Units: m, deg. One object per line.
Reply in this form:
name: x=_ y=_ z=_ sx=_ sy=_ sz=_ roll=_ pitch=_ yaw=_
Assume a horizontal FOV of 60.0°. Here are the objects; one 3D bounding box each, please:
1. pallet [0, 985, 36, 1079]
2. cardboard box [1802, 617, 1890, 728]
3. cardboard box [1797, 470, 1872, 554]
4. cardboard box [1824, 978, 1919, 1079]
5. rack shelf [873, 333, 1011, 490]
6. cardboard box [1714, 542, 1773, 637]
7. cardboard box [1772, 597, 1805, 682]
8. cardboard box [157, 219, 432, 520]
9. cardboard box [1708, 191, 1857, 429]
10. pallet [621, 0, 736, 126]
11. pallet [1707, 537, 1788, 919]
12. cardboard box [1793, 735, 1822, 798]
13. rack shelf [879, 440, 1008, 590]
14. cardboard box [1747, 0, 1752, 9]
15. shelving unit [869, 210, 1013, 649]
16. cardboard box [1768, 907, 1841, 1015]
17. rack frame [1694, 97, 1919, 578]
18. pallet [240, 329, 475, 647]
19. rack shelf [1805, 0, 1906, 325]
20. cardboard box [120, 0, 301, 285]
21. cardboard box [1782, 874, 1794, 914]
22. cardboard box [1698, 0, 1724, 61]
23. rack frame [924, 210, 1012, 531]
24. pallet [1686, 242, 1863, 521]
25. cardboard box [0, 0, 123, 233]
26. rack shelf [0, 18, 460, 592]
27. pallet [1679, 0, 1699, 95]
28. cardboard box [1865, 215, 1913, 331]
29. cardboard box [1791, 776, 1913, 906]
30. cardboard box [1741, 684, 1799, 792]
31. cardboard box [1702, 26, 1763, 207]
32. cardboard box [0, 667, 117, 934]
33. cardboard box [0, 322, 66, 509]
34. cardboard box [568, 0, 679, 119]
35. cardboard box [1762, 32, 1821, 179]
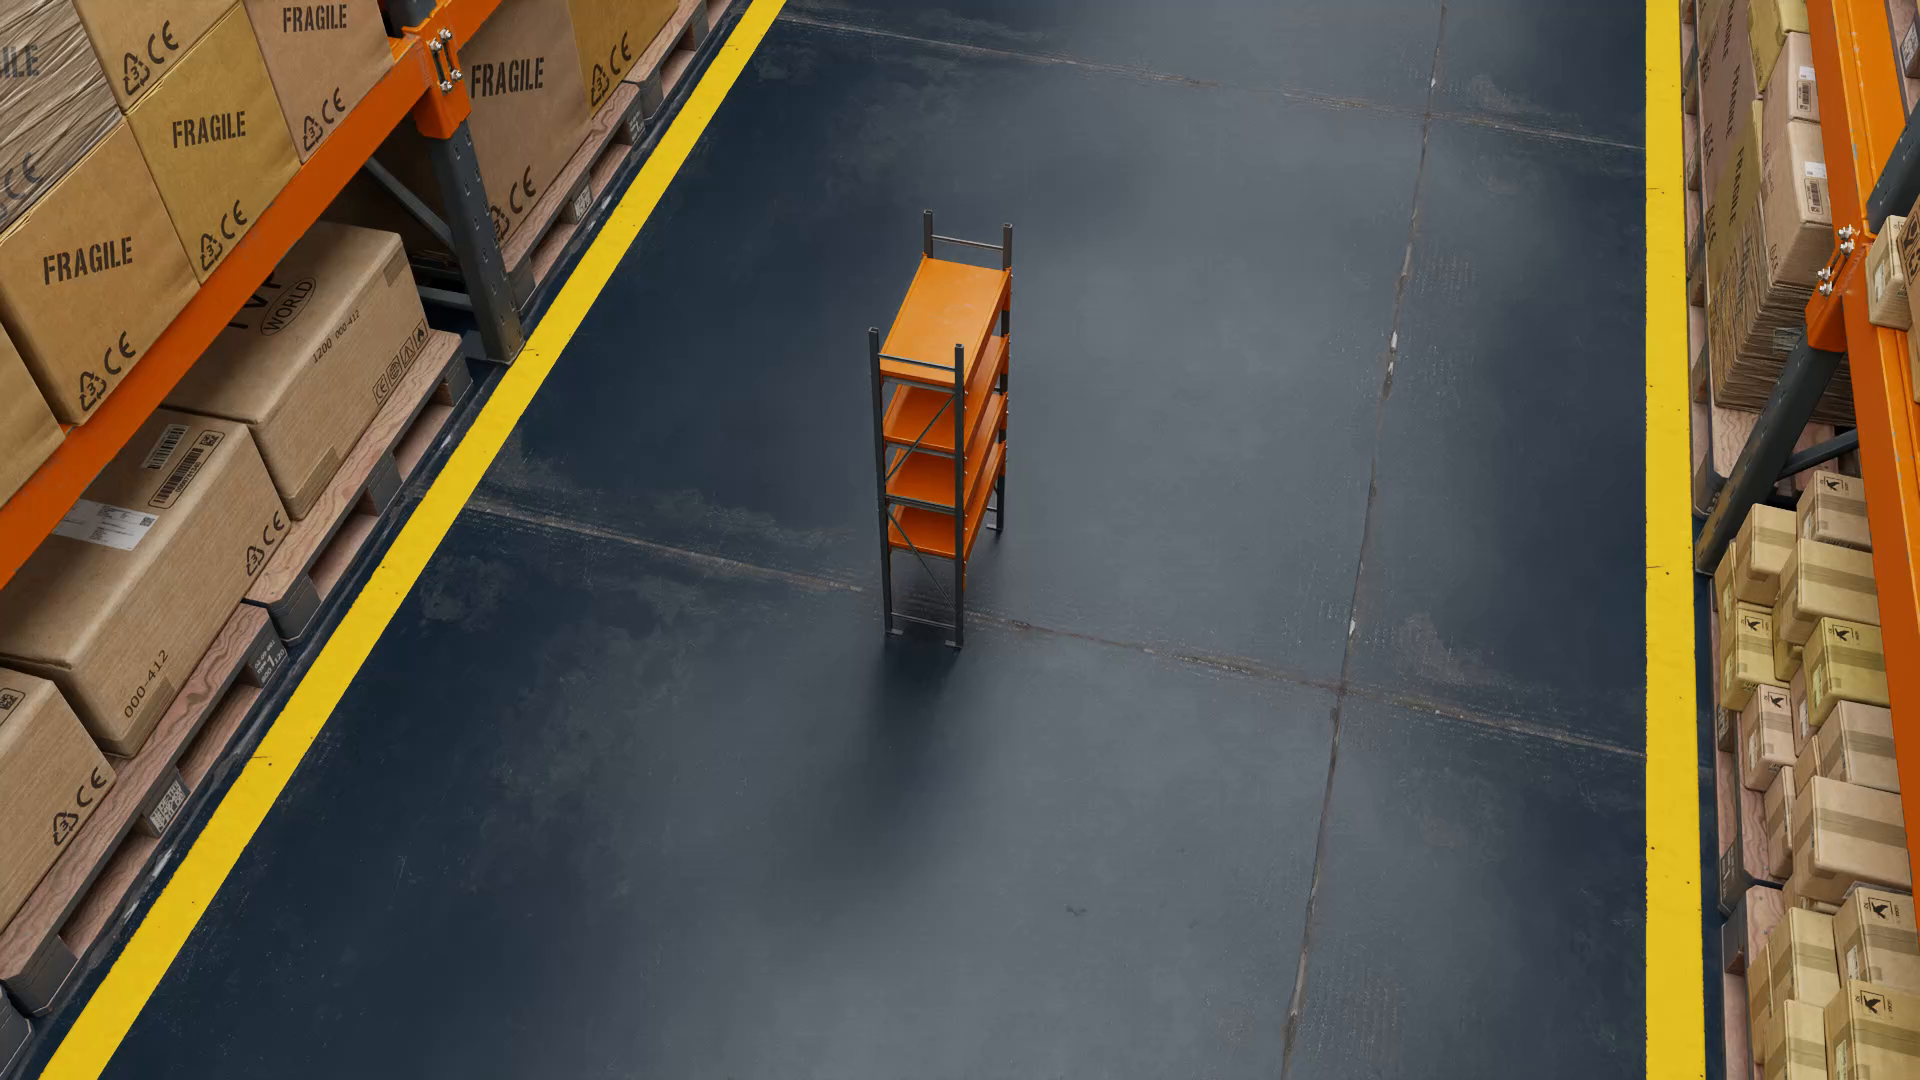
pallet: x=-2.944 y=1.487 z=3.797 sx=1.003 sy=0.211 sz=1.213 roll=12 pitch=50 yaw=10
cardboard box: x=2.336 y=0.364 z=4.152 sx=0.380 sy=0.149 sz=0.250 roll=11 pitch=49 yaw=10
cardboard box: x=2.485 y=-0.016 z=4.488 sx=0.380 sy=0.149 sz=0.250 roll=13 pitch=50 yaw=12
cardboard box: x=2.049 y=1.109 z=3.495 sx=0.380 sy=0.149 sz=0.250 roll=12 pitch=50 yaw=10
rack shelf: x=-0.044 y=-0.381 z=4.577 sx=0.258 sy=0.148 sz=0.480 roll=12 pitch=50 yaw=10
cardboard box: x=2.370 y=0.173 z=4.718 sx=0.380 sy=0.149 sz=0.250 roll=10 pitch=49 yaw=8
cardboard box: x=2.392 y=0.274 z=4.431 sx=0.380 sy=0.149 sz=0.250 roll=12 pitch=50 yaw=10
cardboard box: x=-2.295 y=-0.594 z=5.202 sx=0.875 sy=0.438 sz=0.875 roll=11 pitch=49 yaw=9
cardboard box: x=2.727 y=-0.729 z=5.280 sx=0.500 sy=0.500 sz=0.500 roll=11 pitch=49 yaw=9
pallet: x=-1.577 y=-2.271 z=7.114 sx=1.003 sy=0.211 sz=1.213 roll=12 pitch=50 yaw=10
pallet: x=2.633 y=0.584 z=4.594 sx=1.003 sy=0.211 sz=1.213 roll=12 pitch=50 yaw=10
cardboard box: x=2.288 y=0.652 z=4.097 sx=0.380 sy=0.149 sz=0.250 roll=9 pitch=49 yaw=8
rack shelf: x=-0.044 y=-0.101 z=4.894 sx=0.258 sy=0.148 sz=0.480 roll=12 pitch=50 yaw=10
cardboard box: x=3.137 y=-2.112 z=6.000 sx=0.500 sy=0.250 sz=0.500 roll=12 pitch=50 yaw=10
shelving unit: x=-0.044 y=-0.277 z=4.694 sx=0.258 sy=1.200 sz=0.503 roll=12 pitch=50 yaw=10
cardboard box: x=2.066 y=1.016 z=3.775 sx=0.380 sy=0.149 sz=0.250 roll=11 pitch=50 yaw=10
rack frame: x=2.776 y=-0.832 z=3.983 sx=1.000 sy=3.000 sz=0.127 roll=12 pitch=50 yaw=10
pallet: x=-2.302 y=-0.278 z=5.355 sx=1.003 sy=0.211 sz=1.213 roll=12 pitch=50 yaw=10
rack shelf: x=3.302 y=-2.040 z=5.530 sx=1.077 sy=0.370 sz=4.000 roll=12 pitch=50 yaw=10
cardboard box: x=-2.032 y=-1.009 z=4.074 sx=0.500 sy=0.500 sz=0.500 roll=10 pitch=49 yaw=9
cardboard box: x=2.229 y=0.950 z=4.032 sx=0.380 sy=0.149 sz=0.250 roll=10 pitch=49 yaw=8
cardboard box: x=3.267 y=-2.211 z=6.588 sx=0.500 sy=0.500 sz=0.500 roll=12 pitch=50 yaw=10
rack frame: x=0.021 y=-0.454 z=4.850 sx=0.240 sy=1.200 sz=0.015 roll=12 pitch=50 yaw=10
pallet: x=2.979 y=-0.473 z=5.526 sx=1.003 sy=0.211 sz=1.213 roll=12 pitch=50 yaw=10
cardboard box: x=-2.150 y=-0.968 z=3.370 sx=0.500 sy=0.500 sz=0.500 roll=12 pitch=50 yaw=11
rack shelf: x=-2.553 y=-0.051 z=3.774 sx=1.077 sy=0.370 sz=4.000 roll=12 pitch=50 yaw=10
pallet: x=3.621 y=-2.237 z=7.084 sx=1.003 sy=0.211 sz=1.213 roll=12 pitch=50 yaw=10
cardboard box: x=2.385 y=-0.608 z=3.954 sx=0.380 sy=0.149 sz=0.250 roll=13 pitch=50 yaw=11
cardboard box: x=2.144 y=0.725 z=3.834 sx=0.380 sy=0.149 sz=0.250 roll=13 pitch=50 yaw=11
cardboard box: x=2.285 y=0.555 z=4.381 sx=0.380 sy=0.149 sz=0.250 roll=11 pitch=50 yaw=10
cardboard box: x=3.002 y=-1.470 z=5.934 sx=0.500 sy=0.500 sz=0.500 roll=11 pitch=49 yaw=9
cardboard box: x=-2.769 y=0.706 z=4.055 sx=0.875 sy=0.438 sz=0.875 roll=13 pitch=50 yaw=11
cardboard box: x=-2.303 y=-0.267 z=3.419 sx=0.500 sy=0.500 sz=0.500 roll=13 pitch=50 yaw=11
cardboard box: x=-1.710 y=-2.291 z=6.408 sx=0.875 sy=0.875 sz=0.875 roll=13 pitch=50 yaw=11
cardboard box: x=2.876 y=-1.350 z=5.327 sx=0.500 sy=0.250 sz=0.500 roll=14 pitch=50 yaw=12
